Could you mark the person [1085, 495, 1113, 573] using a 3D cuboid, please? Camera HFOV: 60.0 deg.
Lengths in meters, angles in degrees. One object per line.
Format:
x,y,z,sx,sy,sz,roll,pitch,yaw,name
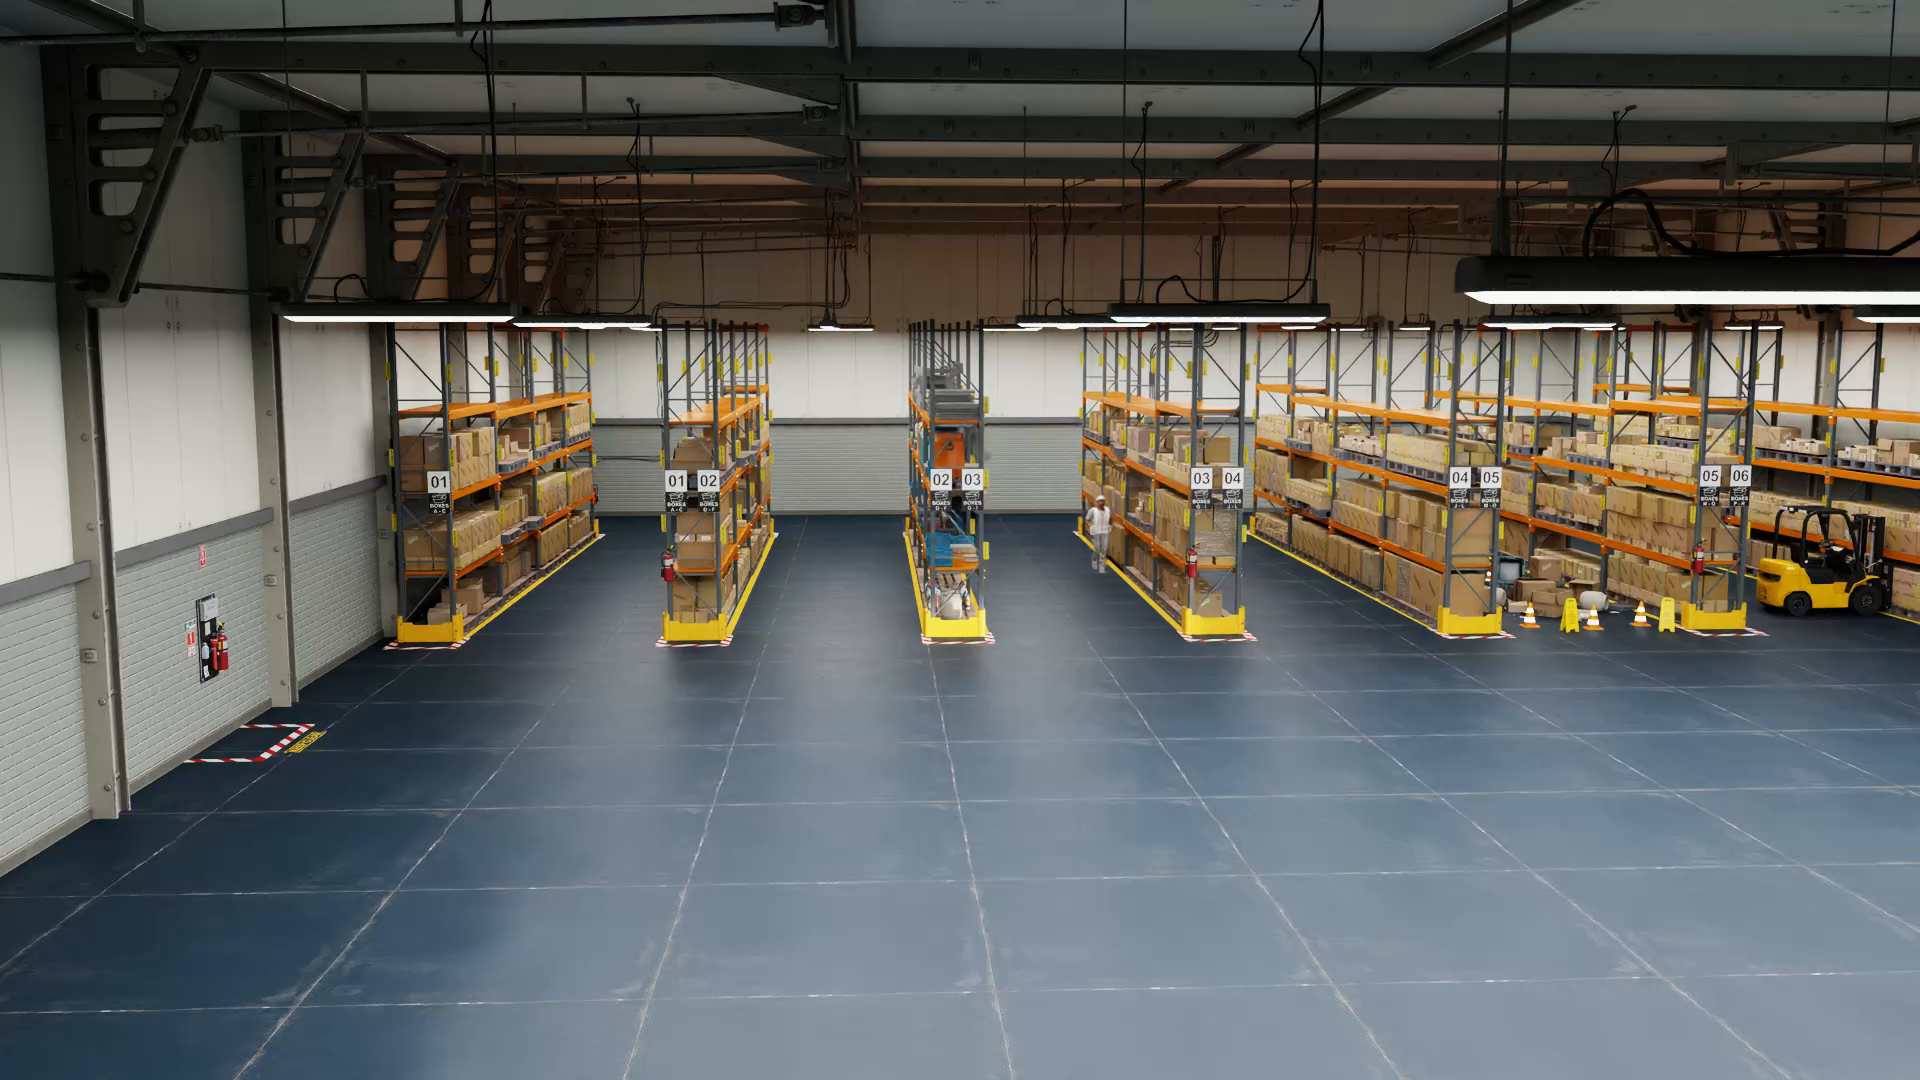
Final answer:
3.222,-0.140,38.065,0.700,1.768,0.724,-2,7,-13,person
